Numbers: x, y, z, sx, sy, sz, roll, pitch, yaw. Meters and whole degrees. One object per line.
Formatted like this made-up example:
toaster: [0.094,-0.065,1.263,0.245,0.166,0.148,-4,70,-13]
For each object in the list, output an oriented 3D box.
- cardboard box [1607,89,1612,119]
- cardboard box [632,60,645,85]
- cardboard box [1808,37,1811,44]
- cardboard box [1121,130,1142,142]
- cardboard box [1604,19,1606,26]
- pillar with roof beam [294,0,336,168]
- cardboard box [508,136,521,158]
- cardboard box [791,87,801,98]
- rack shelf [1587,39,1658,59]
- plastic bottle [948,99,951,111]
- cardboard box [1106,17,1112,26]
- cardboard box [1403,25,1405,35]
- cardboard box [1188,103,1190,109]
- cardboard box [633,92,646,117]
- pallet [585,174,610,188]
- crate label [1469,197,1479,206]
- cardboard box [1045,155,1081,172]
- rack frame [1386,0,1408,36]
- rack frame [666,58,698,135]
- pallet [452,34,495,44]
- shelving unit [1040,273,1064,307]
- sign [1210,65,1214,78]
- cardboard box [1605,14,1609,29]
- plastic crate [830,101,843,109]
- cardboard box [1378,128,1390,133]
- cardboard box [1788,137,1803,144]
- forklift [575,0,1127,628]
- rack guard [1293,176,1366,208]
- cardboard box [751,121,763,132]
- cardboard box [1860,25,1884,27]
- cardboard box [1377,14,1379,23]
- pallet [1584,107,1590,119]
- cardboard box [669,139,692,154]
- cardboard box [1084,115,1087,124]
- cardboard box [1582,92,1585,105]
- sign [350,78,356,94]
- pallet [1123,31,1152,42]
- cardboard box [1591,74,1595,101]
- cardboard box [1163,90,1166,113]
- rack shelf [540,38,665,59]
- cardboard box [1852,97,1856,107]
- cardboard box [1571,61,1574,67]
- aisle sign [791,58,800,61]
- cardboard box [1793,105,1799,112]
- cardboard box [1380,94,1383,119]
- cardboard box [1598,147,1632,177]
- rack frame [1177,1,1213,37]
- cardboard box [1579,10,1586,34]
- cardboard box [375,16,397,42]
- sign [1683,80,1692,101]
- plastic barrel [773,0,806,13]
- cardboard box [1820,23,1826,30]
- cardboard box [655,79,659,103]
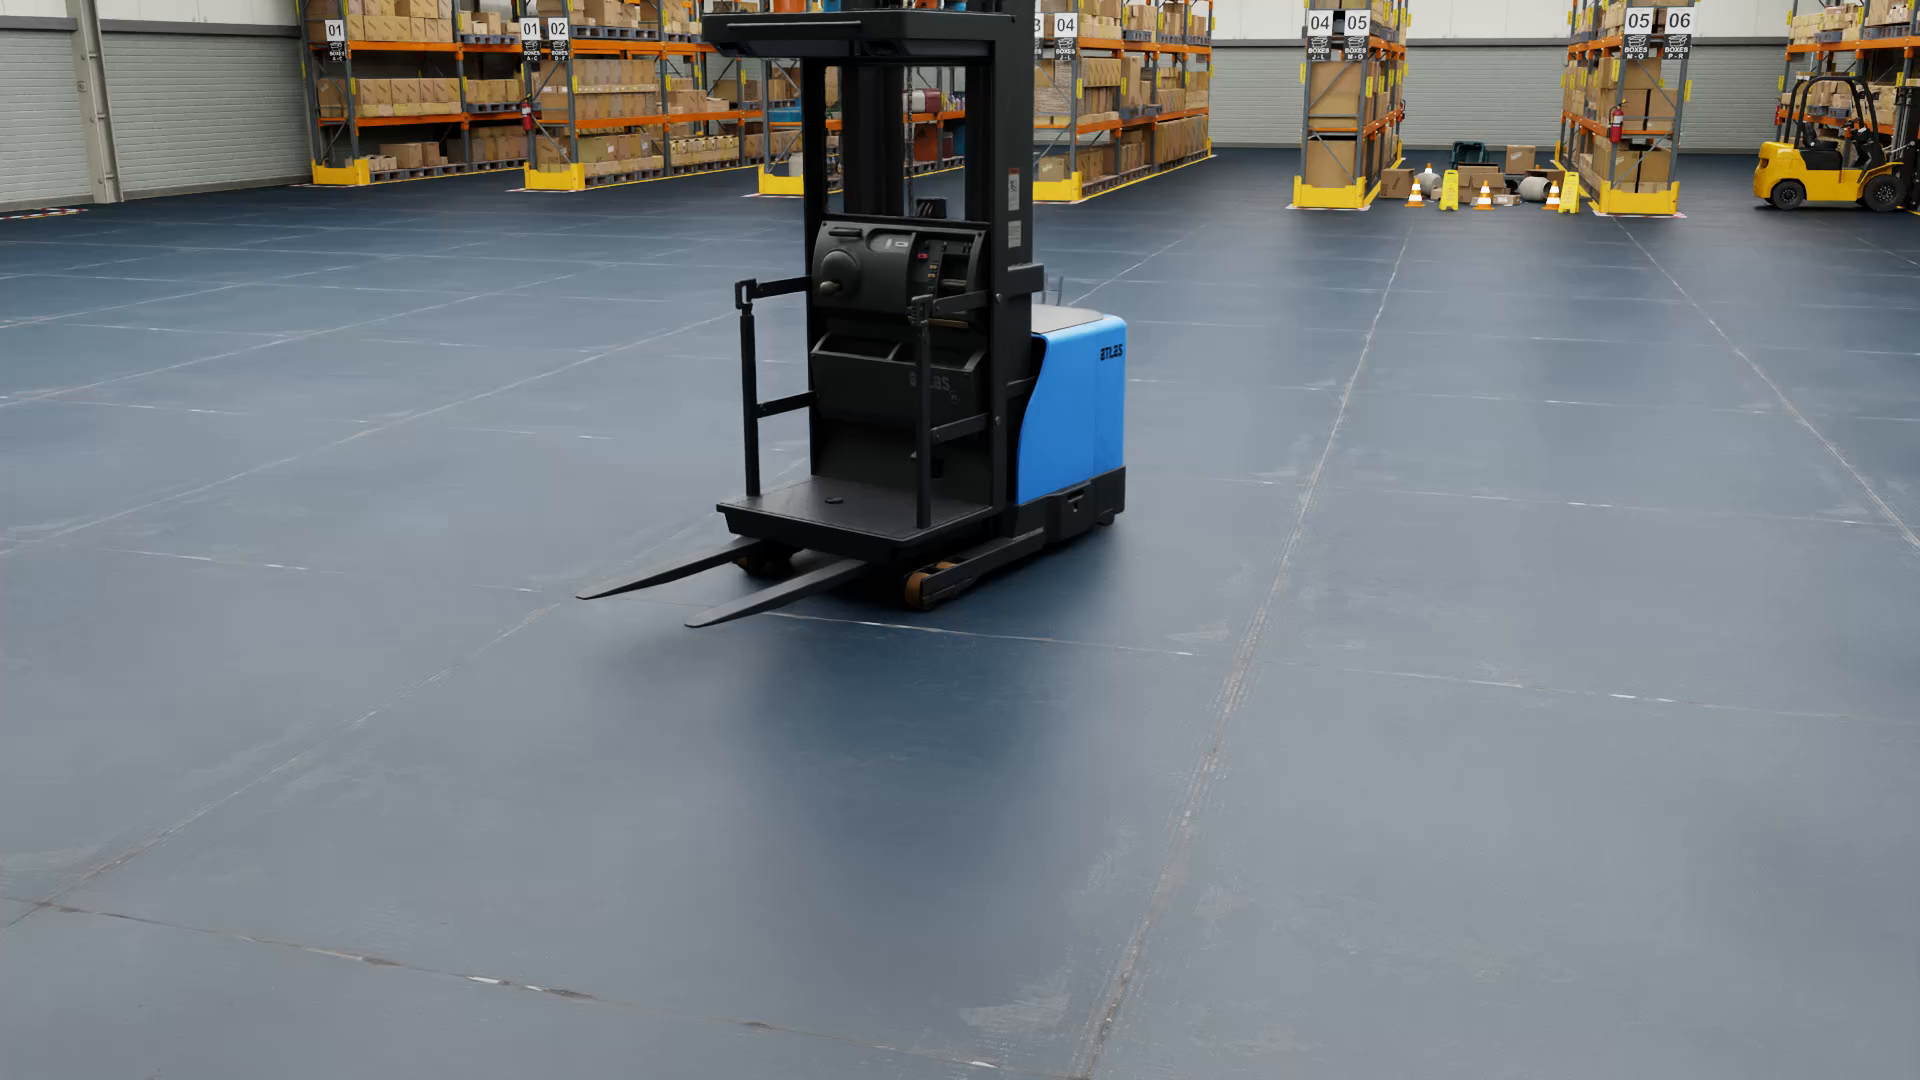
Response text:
cardboard box: [11.112,-7.279,27.766,0.500,0.500,0.500,5,16,16]
cardboard box: [-7.049,-9.801,34.826,0.700,0.500,0.500,5,16,16]
cardboard box: [19.466,-11.320,37.704,0.380,0.149,0.250,5,17,16]
cardboard box: [3.686,-8.847,36.425,0.500,0.250,0.500,5,17,18]
cardboard box: [12.942,-9.978,32.325,0.797,0.503,0.637,5,16,16]
pillar with roof beam: [-9.176,-11.517,32.442,9.100,9.000,0.400,5,16,16]
cardboard box: [-10.927,-9.366,39.628,0.700,0.500,0.500,5,16,16]
cardboard box: [-4.107,-11.631,43.655,0.500,0.500,0.500,5,17,17]
rack shelf: [12.780,-9.460,32.007,1.077,0.370,4.000,5,16,16]
plastic bottle: [-0.255,-10.224,39.091,0.061,0.283,0.133,5,16,16]
cardboard box: [2.690,-9.854,31.622,0.380,0.149,0.250,4,16,14]
cardboard box: [10.668,-12.540,40.907,0.500,0.250,0.500,5,17,17]
cardboard box: [5.462,-10.701,41.020,0.380,0.149,0.250,4,16,14]
cardboard box: [-7.050,-9.171,34.981,0.700,0.500,0.500,4,16,15]
pallet: [-7.746,-7.193,33.302,1.003,0.211,1.213,5,16,16]
crate label: [8.964,-5.836,28.656,0.250,0.136,0.298,-4,16,-13]
cardboard box: [1.904,-6.883,30.909,0.500,0.500,0.500,10,18,30]
rack frame: [10.847,-14.223,41.983,1.000,3.000,0.127,5,16,16]
rack frame: [-8.127,-12.900,48.314,1.000,3.000,0.127,5,16,16]
pallet: [-11.259,-11.267,37.402,1.213,0.211,1.003,5,16,16]
shelving unit: [0.353,-0.864,9.149,0.258,1.200,0.189,9,6,29]
sign: [6.637,-12.373,43.900,0.100,0.325,0.005,5,16,16]
cardboard box: [11.824,-9.260,29.713,0.500,0.250,0.500,4,16,15]
plastic crate: [-2.309,-8.836,34.097,0.767,0.338,0.504,5,16,16]
cardboard box: [9.446,-9.163,37.576,0.500,0.250,0.500,4,16,13]
cardboard box: [19.837,-9.222,39.156,0.700,0.500,0.500,5,17,18]
forklift: [-0.408,-1.253,7.377,1.130,2.935,3.031,11,19,34]
rack guard: [6.294,-5.942,28.363,1.175,0.500,0.348,5,16,16]
cardboard box: [-5.168,-10.471,42.150,0.500,0.250,0.500,5,16,16]
cardboard box: [17.979,-10.177,32.759,0.380,0.149,0.250,5,17,17]
cardboard box: [7.280,-9.316,29.688,0.380,0.149,0.250,4,16,15]
pallet: [13.248,-8.600,33.502,1.213,0.211,1.003,5,16,16]
cardboard box: [-6.283,-8.746,36.909,0.500,0.311,0.500,4,16,15]
cardboard box: [2.109,-7.692,30.413,0.380,0.149,0.250,5,16,16]
cardboard box: [13.243,-9.201,34.631,0.500,0.250,0.500,5,16,16]
sign: [-12.153,-9.089,33.289,0.100,0.325,0.005,5,16,16]
pallet: [3.280,-10.386,34.297,1.213,0.211,1.003,5,16,16]
cardboard box: [12.563,-8.773,32.266,0.500,0.500,0.500,4,16,14]
cardboard box: [4.391,-9.944,37.709,0.500,0.500,0.500,4,16,14]
rack shelf: [-7.355,-9.951,33.738,1.077,0.370,4.000,5,16,16]
cardboard box: [17.724,-8.576,32.426,0.500,0.250,0.500,5,16,16]
cardboard box: [14.775,-11.347,39.633,0.380,0.149,0.250,4,16,15]
aisle sign: [-2.915,-9.155,30.346,0.394,0.787,0.004,5,16,16]
cardboard box: [19.557,-10.006,38.571,0.380,0.149,0.250,5,17,17]
cardboard box: [8.132,-8.625,33.058,0.500,0.500,0.500,5,16,16]
cardboard box: [11.348,-6.532,28.755,0.500,0.500,0.500,4,16,15]
rack frame: [6.121,-14.634,43.433,1.000,3.000,0.127,5,16,16]
cardboard box: [13.957,-11.418,36.638,0.500,0.500,0.500,4,16,15]
cardboard box: [-12.008,-10.557,34.336,0.500,0.500,0.500,5,17,18]
sign: [11.595,-7.168,26.517,0.100,0.325,0.005,5,16,16]
plastic barrel: [-3.159,-9.935,30.805,0.600,0.830,0.708,5,16,16]
cardboard box: [18.672,-11.009,35.657,0.380,0.149,0.250,5,17,16]
cardboard box: [-8.881,-12.329,45.751,0.980,0.700,0.700,4,16,14]
